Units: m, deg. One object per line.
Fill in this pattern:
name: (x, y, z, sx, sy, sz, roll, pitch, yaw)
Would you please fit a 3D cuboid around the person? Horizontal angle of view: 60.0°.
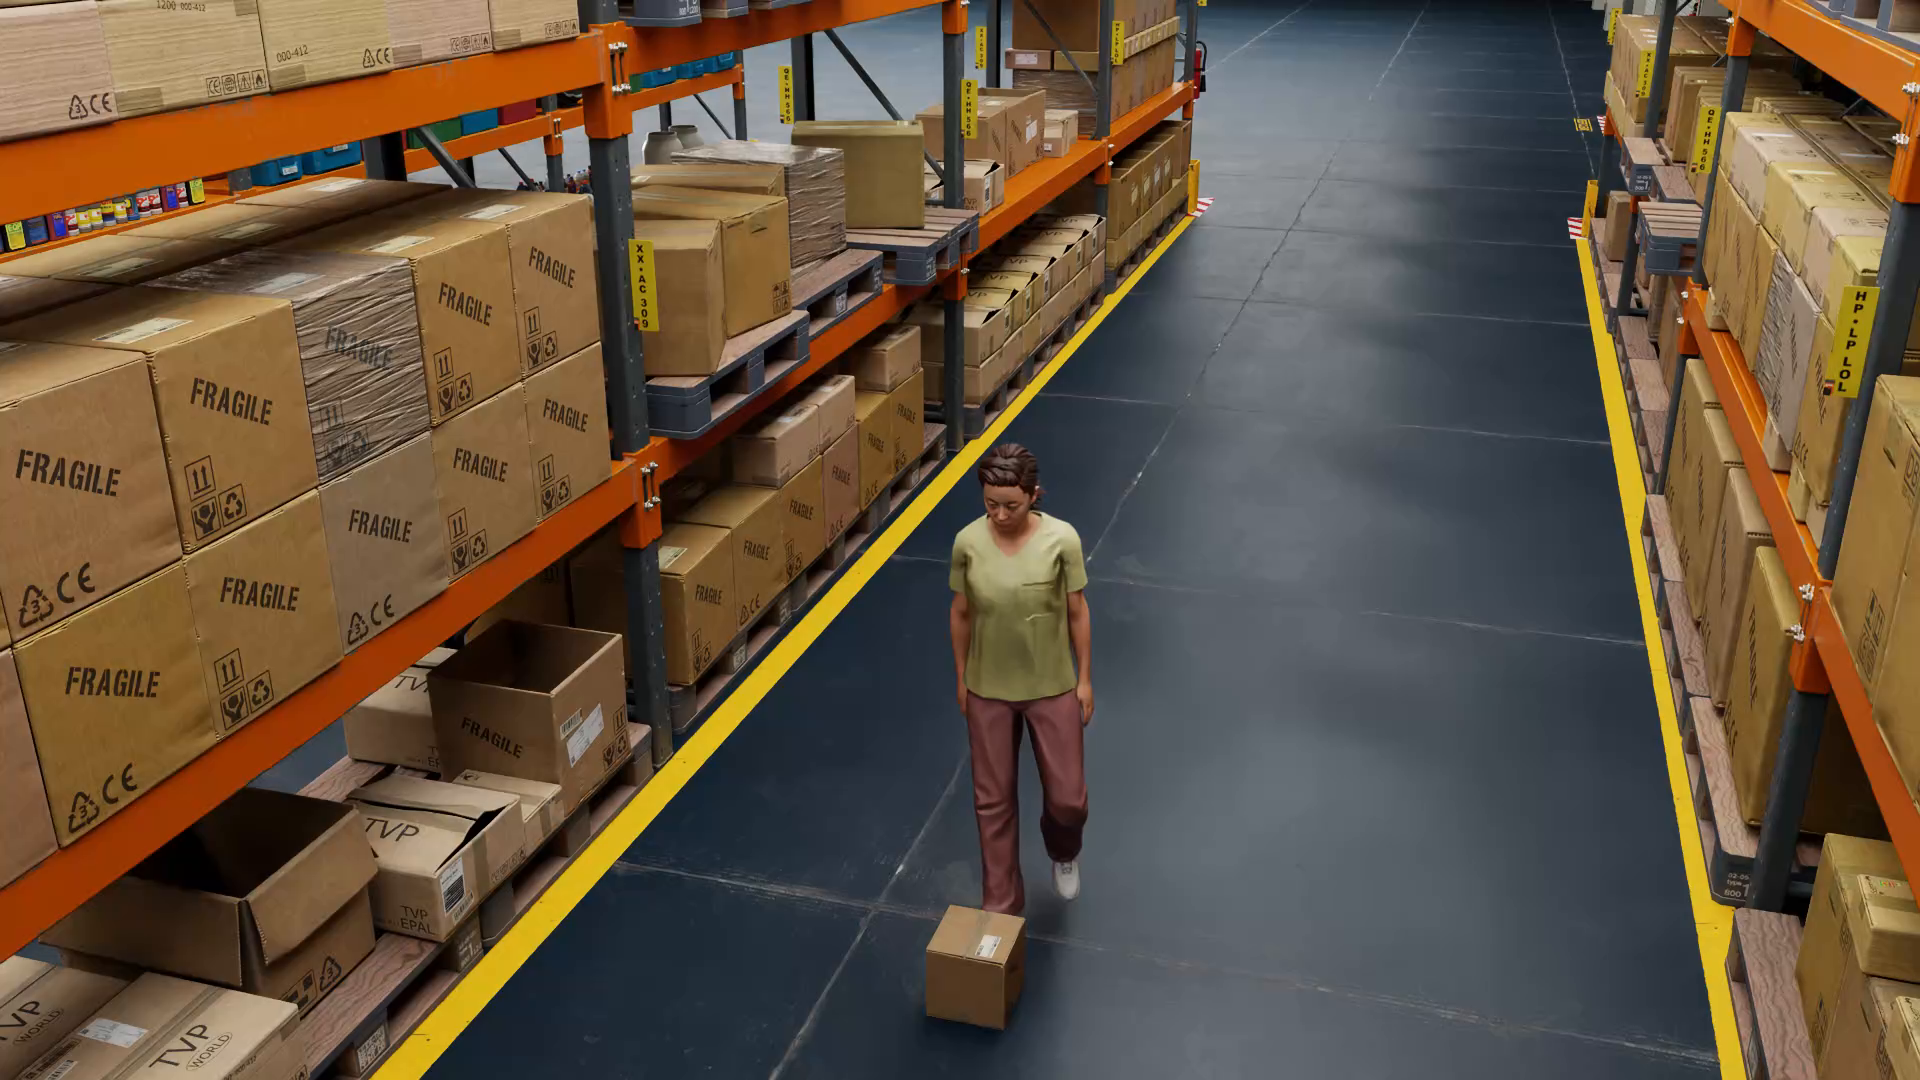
person: (0.184, 0.499, 5.303, 0.489, 1.668, 0.608, 4, 22, 9)
